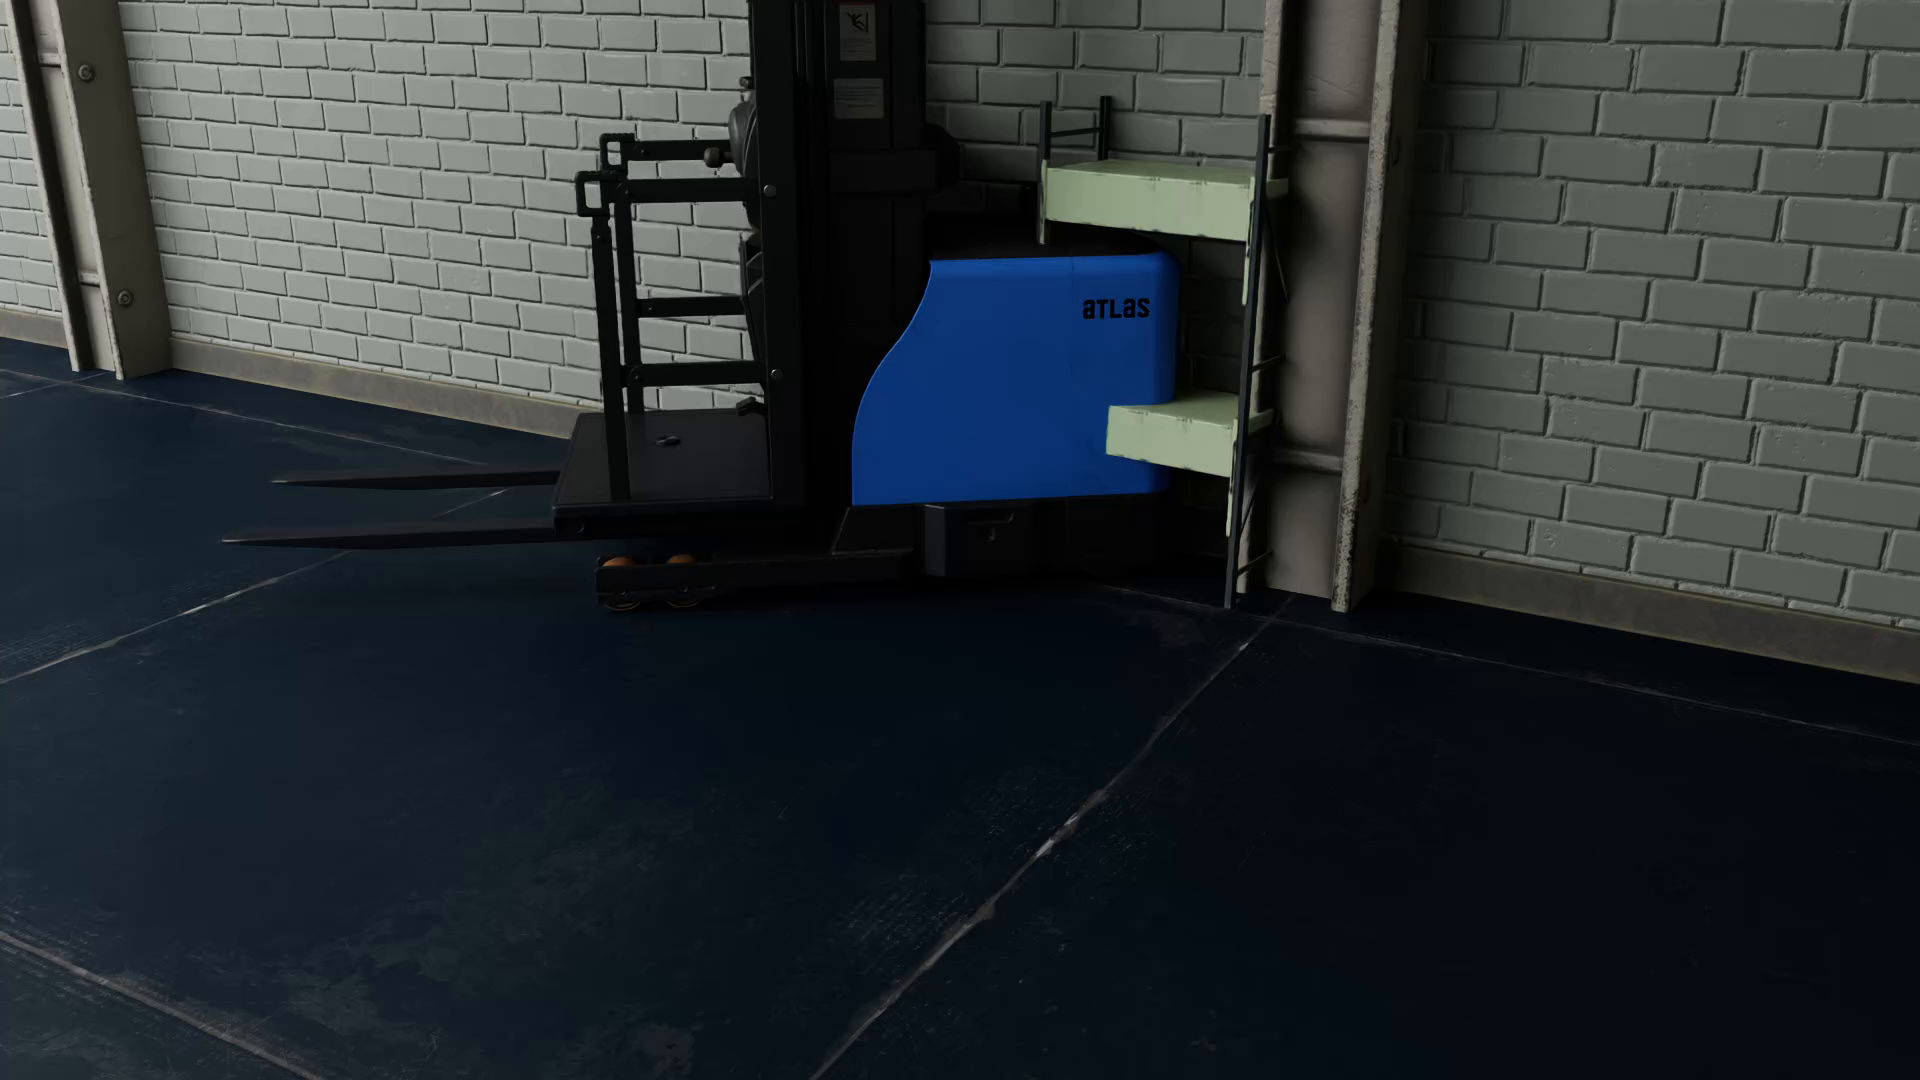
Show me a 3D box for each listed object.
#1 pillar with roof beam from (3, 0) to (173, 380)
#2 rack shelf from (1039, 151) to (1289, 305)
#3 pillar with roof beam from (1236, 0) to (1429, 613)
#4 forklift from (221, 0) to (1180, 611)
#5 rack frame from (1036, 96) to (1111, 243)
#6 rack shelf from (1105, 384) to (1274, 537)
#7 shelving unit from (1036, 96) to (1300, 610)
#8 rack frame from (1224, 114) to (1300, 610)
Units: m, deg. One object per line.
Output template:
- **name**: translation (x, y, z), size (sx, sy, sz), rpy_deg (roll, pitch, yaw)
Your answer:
- **pillar with roof beam**: translation (-6.213, -3.795, 3.131), size (0.400, 9.000, 9.100), rpy_deg (11, 23, 27)
- **rack shelf**: translation (0.664, -0.986, 5.180), size (0.720, 0.370, 0.431), rpy_deg (13, 22, 32)
- **pillar with roof beam**: translation (-0.975, -2.797, 0.380), size (0.400, 9.000, 9.100), rpy_deg (11, 23, 27)
- **forklift**: translation (-0.855, -1.345, 5.275), size (3.031, 2.935, 1.130), rpy_deg (-3, 20, -7)
- **rack frame**: translation (0.357, -0.686, 5.499), size (0.023, 1.500, 0.400), rpy_deg (13, 22, 32)
- **rack shelf**: translation (0.653, -0.306, 5.407), size (0.720, 0.370, 0.431), rpy_deg (13, 22, 32)
- **shelving unit**: translation (0.658, -0.616, 5.303), size (0.755, 1.500, 0.431), rpy_deg (13, 22, 32)
- **rack frame**: translation (0.959, -0.545, 5.107), size (0.023, 1.500, 0.400), rpy_deg (13, 22, 32)
